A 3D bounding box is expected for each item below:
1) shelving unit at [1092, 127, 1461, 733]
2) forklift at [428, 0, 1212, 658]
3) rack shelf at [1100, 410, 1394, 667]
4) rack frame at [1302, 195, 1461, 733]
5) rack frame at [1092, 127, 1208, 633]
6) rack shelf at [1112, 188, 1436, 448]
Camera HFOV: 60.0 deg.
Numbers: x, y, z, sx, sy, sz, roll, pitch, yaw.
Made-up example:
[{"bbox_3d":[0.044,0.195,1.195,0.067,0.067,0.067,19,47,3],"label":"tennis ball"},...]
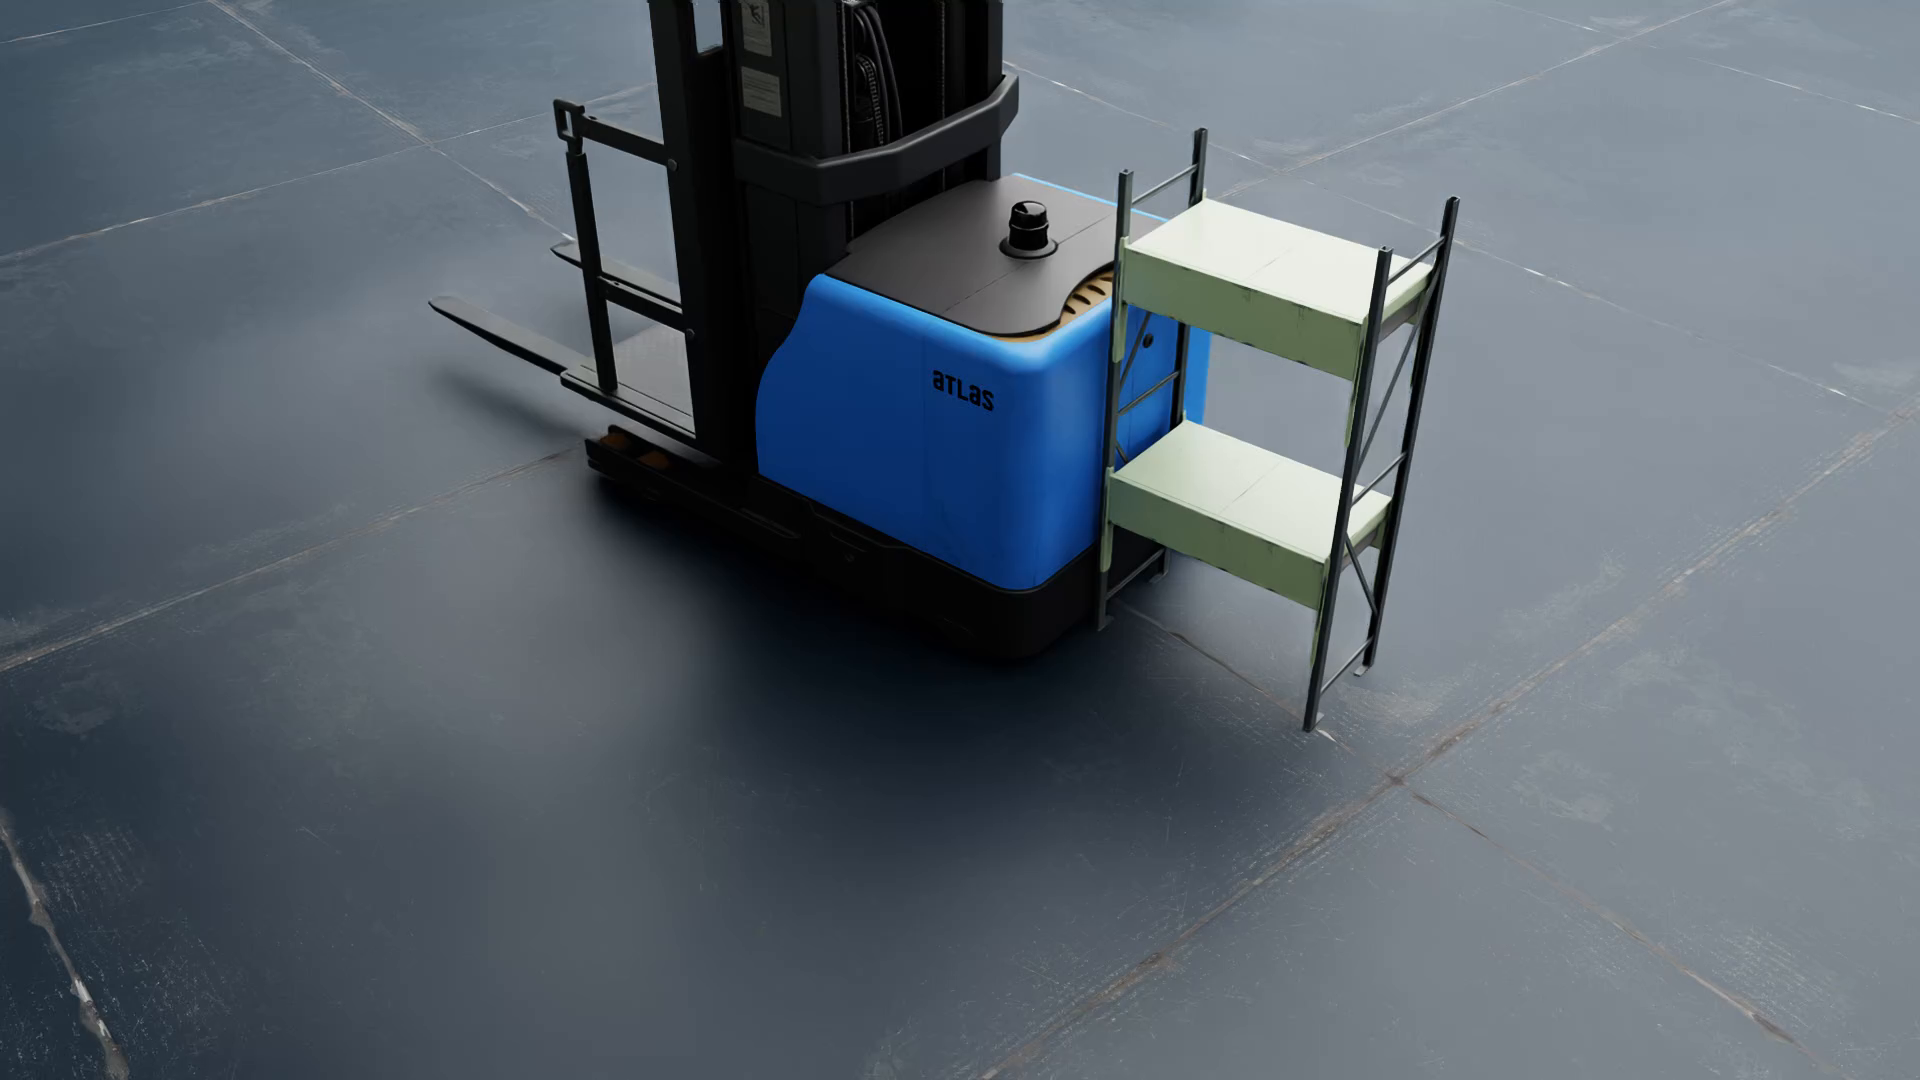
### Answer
[{"bbox_3d":[0.828,-0.287,4.637,0.755,1.500,0.431,25,42,31],"label":"shelving unit"},{"bbox_3d":[-0.675,-1.546,5.177,3.031,2.935,1.130,25,42,31],"label":"forklift"},{"bbox_3d":[0.828,-0.021,4.826,0.720,0.370,0.431,25,42,31],"label":"rack shelf"},{"bbox_3d":[1.114,-0.155,4.451,0.023,1.500,0.400,25,42,31],"label":"rack frame"},{"bbox_3d":[0.541,-0.419,4.824,0.023,1.500,0.400,25,42,31],"label":"rack frame"},{"bbox_3d":[0.828,-0.605,4.412,0.720,0.370,0.431,25,42,31],"label":"rack shelf"}]
